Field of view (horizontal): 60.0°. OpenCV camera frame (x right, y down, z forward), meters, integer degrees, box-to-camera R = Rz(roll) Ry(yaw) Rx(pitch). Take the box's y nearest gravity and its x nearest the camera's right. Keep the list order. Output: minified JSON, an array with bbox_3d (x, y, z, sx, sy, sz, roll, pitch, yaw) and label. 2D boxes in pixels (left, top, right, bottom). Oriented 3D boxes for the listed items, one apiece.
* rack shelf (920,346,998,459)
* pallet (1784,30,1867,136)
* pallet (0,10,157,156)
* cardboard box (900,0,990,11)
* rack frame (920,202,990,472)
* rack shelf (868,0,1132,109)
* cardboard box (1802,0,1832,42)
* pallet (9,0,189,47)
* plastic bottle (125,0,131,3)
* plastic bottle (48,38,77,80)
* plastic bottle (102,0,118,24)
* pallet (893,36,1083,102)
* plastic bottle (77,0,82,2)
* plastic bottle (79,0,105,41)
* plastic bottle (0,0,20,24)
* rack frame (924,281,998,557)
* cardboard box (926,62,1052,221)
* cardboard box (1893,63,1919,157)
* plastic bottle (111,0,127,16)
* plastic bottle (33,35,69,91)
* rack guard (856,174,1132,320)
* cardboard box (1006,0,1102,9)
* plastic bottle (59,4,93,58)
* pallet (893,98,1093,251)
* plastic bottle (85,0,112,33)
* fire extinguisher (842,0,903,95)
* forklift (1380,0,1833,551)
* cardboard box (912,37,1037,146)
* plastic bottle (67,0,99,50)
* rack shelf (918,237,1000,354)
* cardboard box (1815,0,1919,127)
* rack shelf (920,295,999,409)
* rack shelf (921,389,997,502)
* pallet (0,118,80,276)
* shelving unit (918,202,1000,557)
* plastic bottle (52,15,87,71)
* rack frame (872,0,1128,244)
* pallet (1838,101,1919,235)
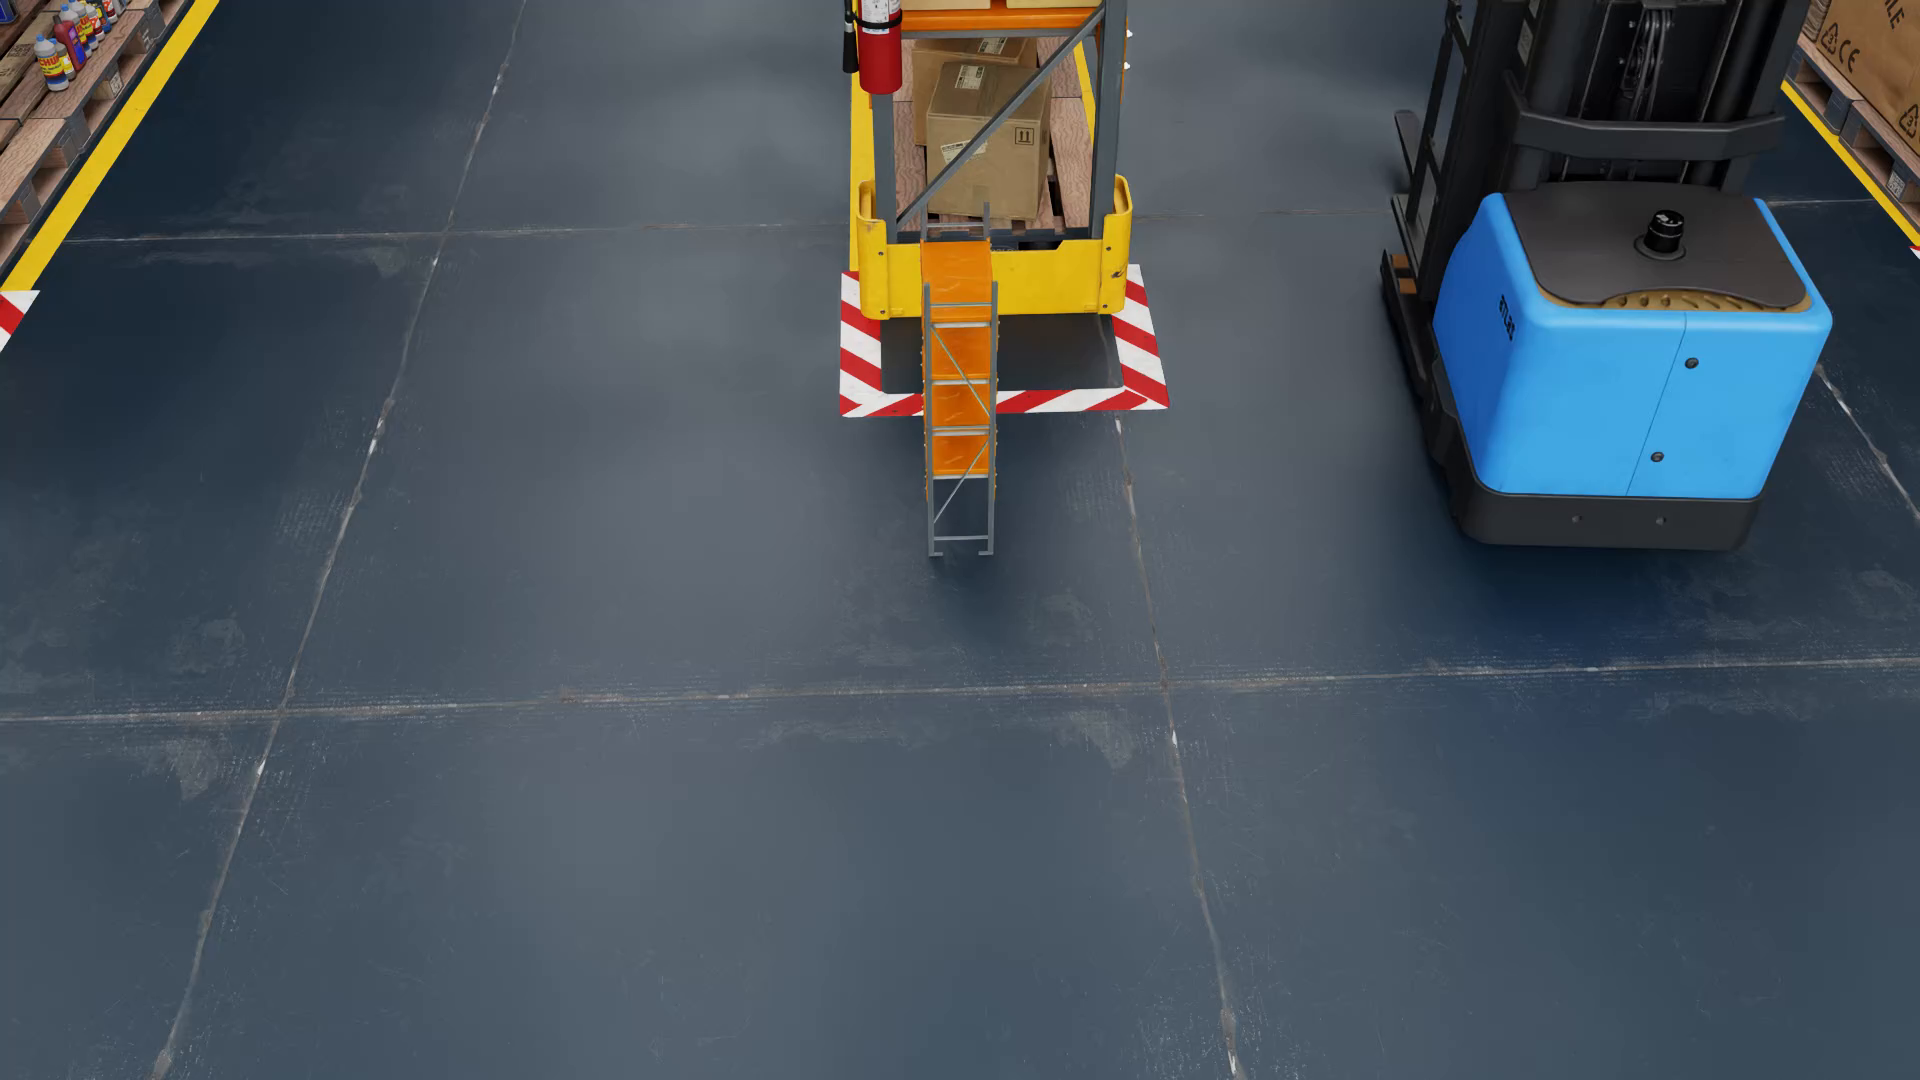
[{"bbox_3d":[-0.007,-0.504,6.012,0.258,0.148,0.480,-2,43,-2],"label":"rack shelf"},{"bbox_3d":[4.944,-2.560,8.886,1.003,0.211,1.213,-2,43,-2],"label":"pallet"},{"bbox_3d":[-4.932,-2.405,8.717,1.003,0.211,1.213,-2,43,-2],"label":"pallet"},{"bbox_3d":[-0.074,-2.248,6.669,0.380,0.149,0.250,-2,43,-2],"label":"cardboard box"},{"bbox_3d":[-0.017,-0.719,6.146,0.240,1.200,0.015,-2,43,-2],"label":"rack frame"},{"bbox_3d":[0.060,-3.239,8.097,1.077,0.370,4.000,-2,43,-2],"label":"rack shelf"},{"bbox_3d":[4.934,-3.266,8.854,0.875,0.875,0.875,-1,43,-1],"label":"cardboard box"},{"bbox_3d":[-4.987,-3.230,9.618,1.003,0.211,1.213,-2,43,-2],"label":"pallet"},{"bbox_3d":[-4.636,-3.124,9.073,0.144,0.351,0.185,-2,43,-2],"label":"plastic bottle"},{"bbox_3d":[-4.574,-2.446,8.444,0.097,0.201,0.097,0,43,0],"label":"plastic bottle"},{"bbox_3d":[-4.601,-2.880,8.918,0.097,0.201,0.097,0,43,0],"label":"plastic bottle"},{"bbox_3d":[0.094,-2.549,8.875,1.003,0.211,1.213,-2,43,-2],"label":"pallet"},{"bbox_3d":[-4.740,-2.986,8.973,0.061,0.283,0.133,-2,43,-2],"label":"plastic bottle"},{"bbox_3d":[-4.592,-2.742,8.767,0.097,0.201,0.097,0,43,0],"label":"plastic bottle"},{"bbox_3d":[-5.181,-2.921,8.907,0.152,0.276,0.135,-2,43,-2],"label":"plastic bottle"},{"bbox_3d":[0.003,-0.389,5.787,0.240,1.200,0.015,-2,43,-2],"label":"rack frame"},{"bbox_3d":[0.135,-1.810,7.544,0.500,0.500,0.500,6,43,6],"label":"cardboard box"},{"bbox_3d":[5.010,-2.056,7.535,0.875,0.875,0.875,-1,43,-2],"label":"cardboard box"},{"bbox_3d":[-4.633,-2.987,8.979,0.152,0.276,0.135,-1,43,-1],"label":"plastic bottle"},{"bbox_3d":[-4.569,-2.402,8.344,0.097,0.271,0.097,0,43,0],"label":"plastic bottle"},{"bbox_3d":[0.142,-1.284,7.281,1.175,0.500,0.348,-2,43,-2],"label":"rack guard"},{"bbox_3d":[0.371,-2.261,6.683,0.380,0.149,0.250,-2,43,-2],"label":"cardboard box"},{"bbox_3d":[-4.584,-2.633,8.596,0.097,0.271,0.097,0,43,0],"label":"plastic bottle"},{"bbox_3d":[0.142,-1.727,7.978,1.003,0.211,1.213,-2,43,-2],"label":"pallet"},{"bbox_3d":[-4.597,-2.837,8.819,0.097,0.271,0.097,0,43,0],"label":"plastic bottle"},{"bbox_3d":[-0.311,-2.035,6.308,0.296,0.674,0.183,-2,43,-2],"label":"fire extinguisher"},{"bbox_3d":[2.445,-2.022,6.287,1.130,2.935,3.031,2,43,2],"label":"forklift"},{"bbox_3d":[0.075,-2.212,7.983,0.500,0.500,0.500,9,43,9],"label":"cardboard box"},{"bbox_3d":[-4.588,-2.701,8.670,0.097,0.271,0.097,0,43,0],"label":"plastic bottle"},{"bbox_3d":[-0.007,-0.844,5.701,0.258,0.148,0.480,-2,43,-2],"label":"rack shelf"},{"bbox_3d":[4.970,-2.650,8.183,0.875,0.875,0.875,-2,43,-2],"label":"cardboard box"},{"bbox_3d":[-0.007,-0.669,5.861,0.258,0.148,0.480,-2,43,-2],"label":"rack shelf"},{"bbox_3d":[-0.007,-0.358,6.146,0.258,0.148,0.480,-2,43,-2],"label":"rack shelf"},{"bbox_3d":[-4.883,-1.583,7.821,1.003,0.211,1.213,-2,43,-2],"label":"pallet"},{"bbox_3d":[-0.007,-0.554,5.966,0.258,1.200,0.503,-2,43,-2],"label":"shelving unit"},{"bbox_3d":[-4.561,-2.559,8.507,0.061,0.283,0.133,-1,43,-1],"label":"plastic bottle"},{"bbox_3d":[0.145,-2.154,6.381,1.000,3.000,0.127,-2,43,-2],"label":"rack frame"},{"bbox_3d":[4.992,-1.738,7.990,1.003,0.211,1.213,-2,43,-2],"label":"pallet"}]
